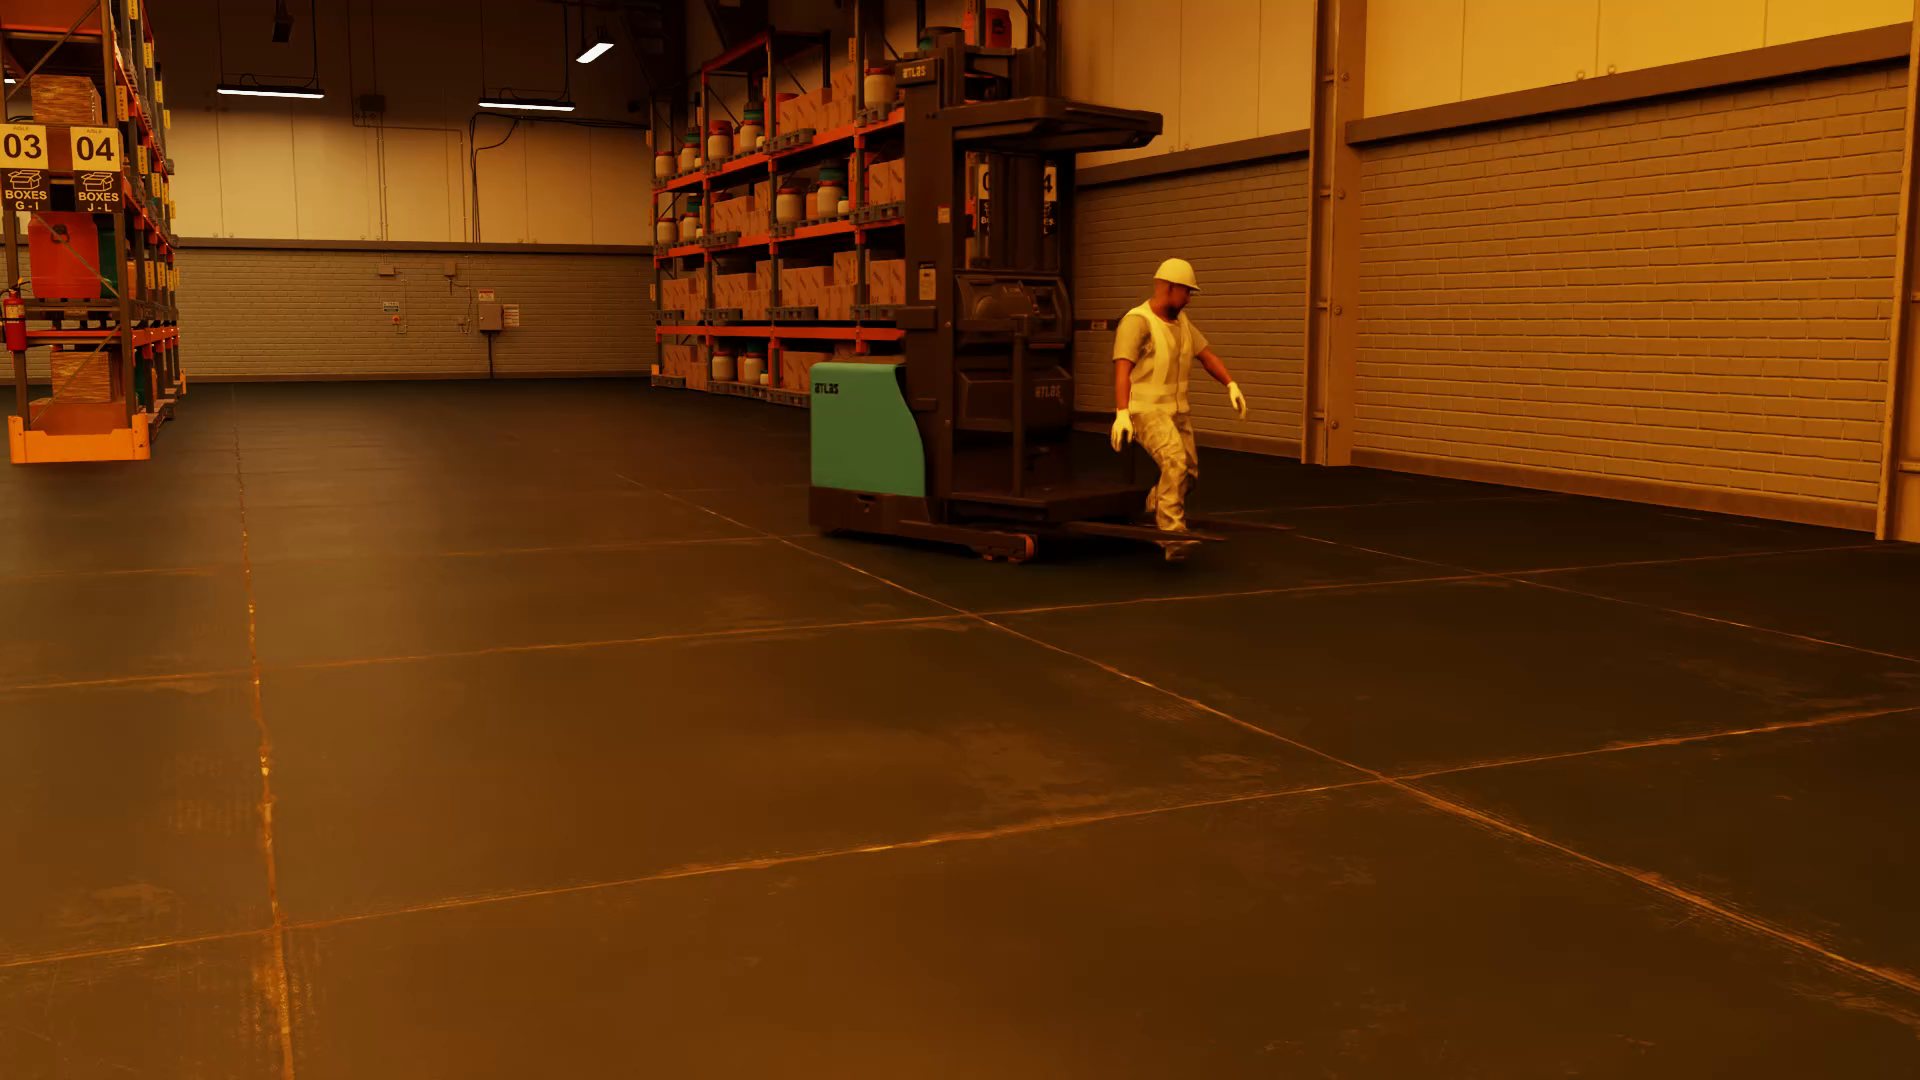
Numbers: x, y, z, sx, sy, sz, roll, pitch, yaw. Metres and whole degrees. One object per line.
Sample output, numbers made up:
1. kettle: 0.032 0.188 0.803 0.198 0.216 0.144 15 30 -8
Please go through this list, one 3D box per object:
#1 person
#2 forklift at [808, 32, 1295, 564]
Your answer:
1. person: 1.125 -0.725 9.194 0.876 1.642 0.823 6 10 40
2. forklift: 0.470 -1.399 9.548 3.031 2.935 1.130 7 10 43
